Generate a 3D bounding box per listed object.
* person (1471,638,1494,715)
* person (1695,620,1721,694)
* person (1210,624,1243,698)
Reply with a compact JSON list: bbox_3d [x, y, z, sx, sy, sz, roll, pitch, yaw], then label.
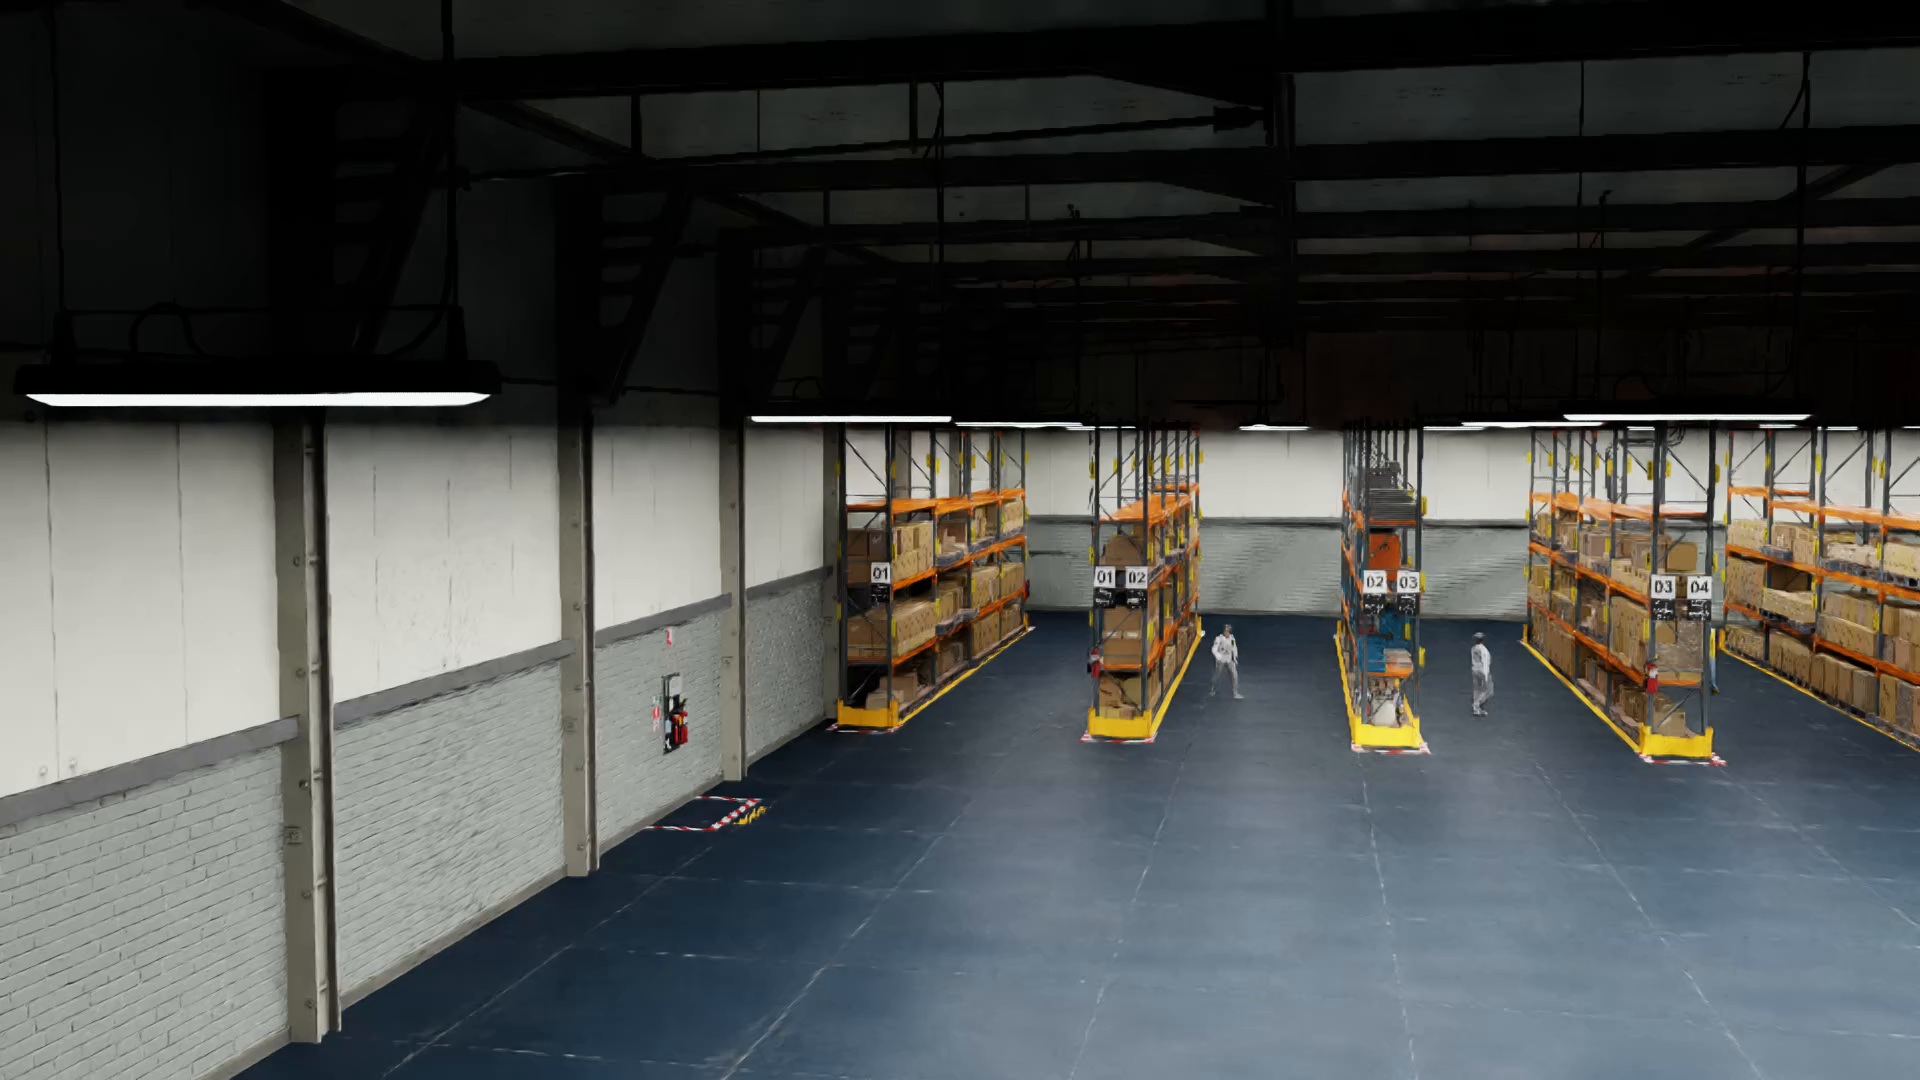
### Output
[{"bbox_3d":[10.510,2.714,33.629,0.414,1.653,0.516,-1,4,-16],"label":"person"},{"bbox_3d":[16.332,2.494,36.470,0.583,1.686,1.111,1,4,10],"label":"person"},{"bbox_3d":[5.710,2.585,35.838,0.639,1.610,0.802,0,4,-5],"label":"person"}]
